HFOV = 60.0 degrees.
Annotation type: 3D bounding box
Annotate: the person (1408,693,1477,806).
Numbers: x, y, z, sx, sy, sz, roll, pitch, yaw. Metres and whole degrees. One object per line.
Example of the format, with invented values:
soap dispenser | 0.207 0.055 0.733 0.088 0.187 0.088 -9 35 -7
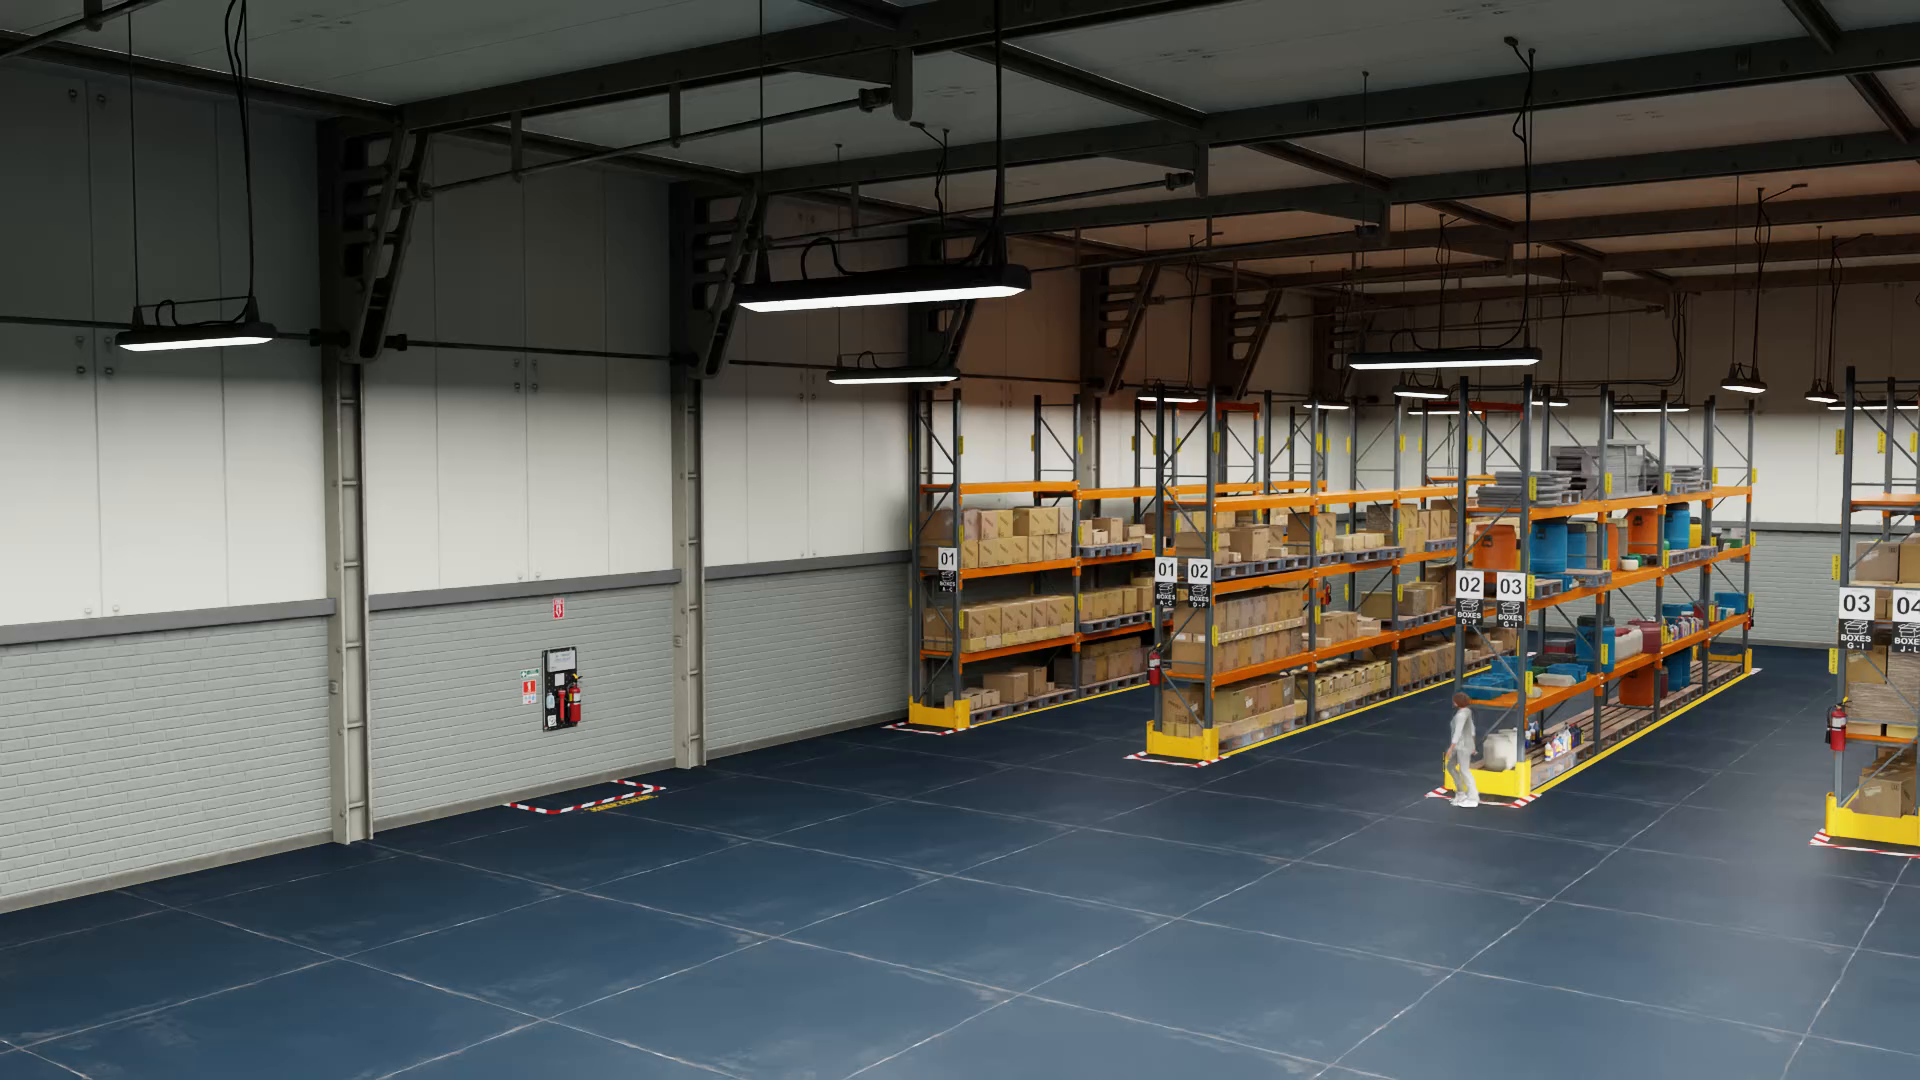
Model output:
person | 6.689 2.885 23.029 0.930 1.545 0.408 1 3 21
